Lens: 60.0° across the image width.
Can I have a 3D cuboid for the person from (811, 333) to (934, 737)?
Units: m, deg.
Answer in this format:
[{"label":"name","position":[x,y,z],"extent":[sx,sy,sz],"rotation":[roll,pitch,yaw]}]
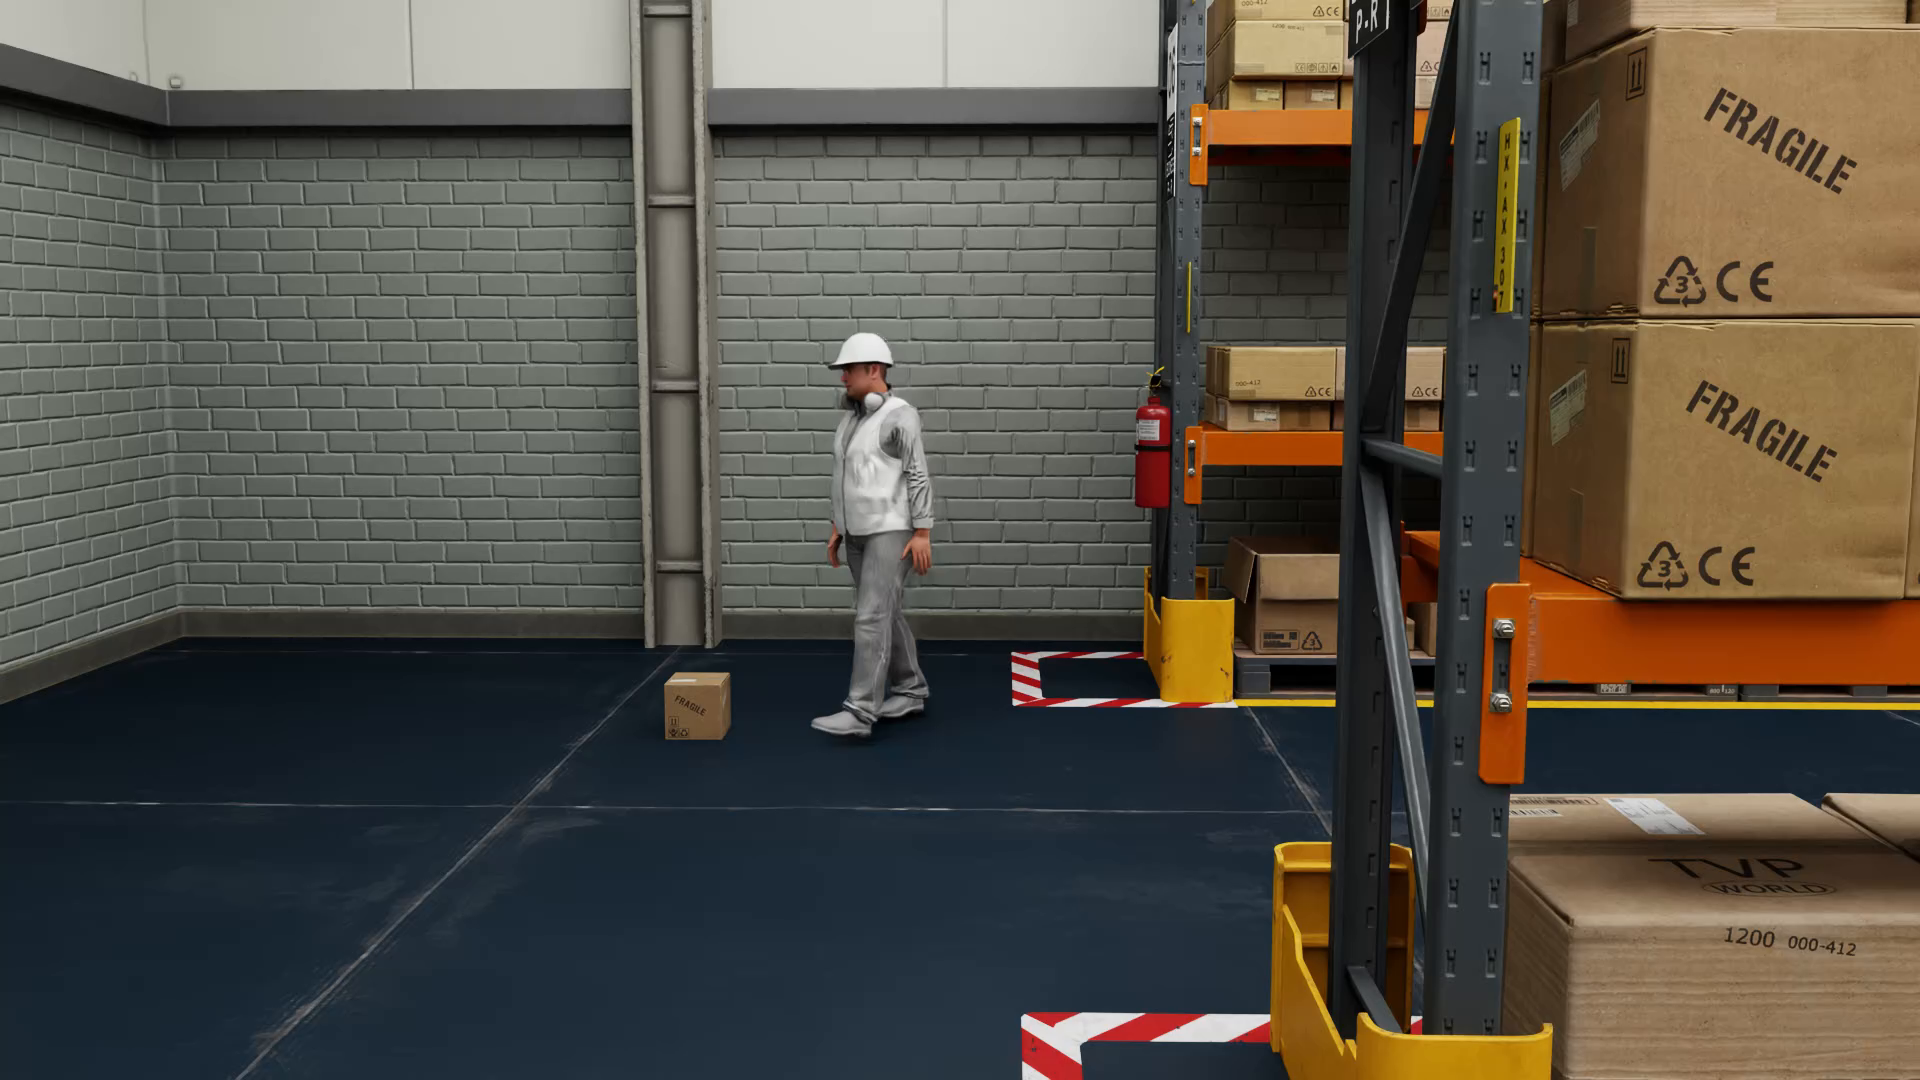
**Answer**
[{"label":"person","position":[-0.417,-0.037,7.381],"extent":[0.788,1.749,0.567],"rotation":[-5,9,-36]}]
